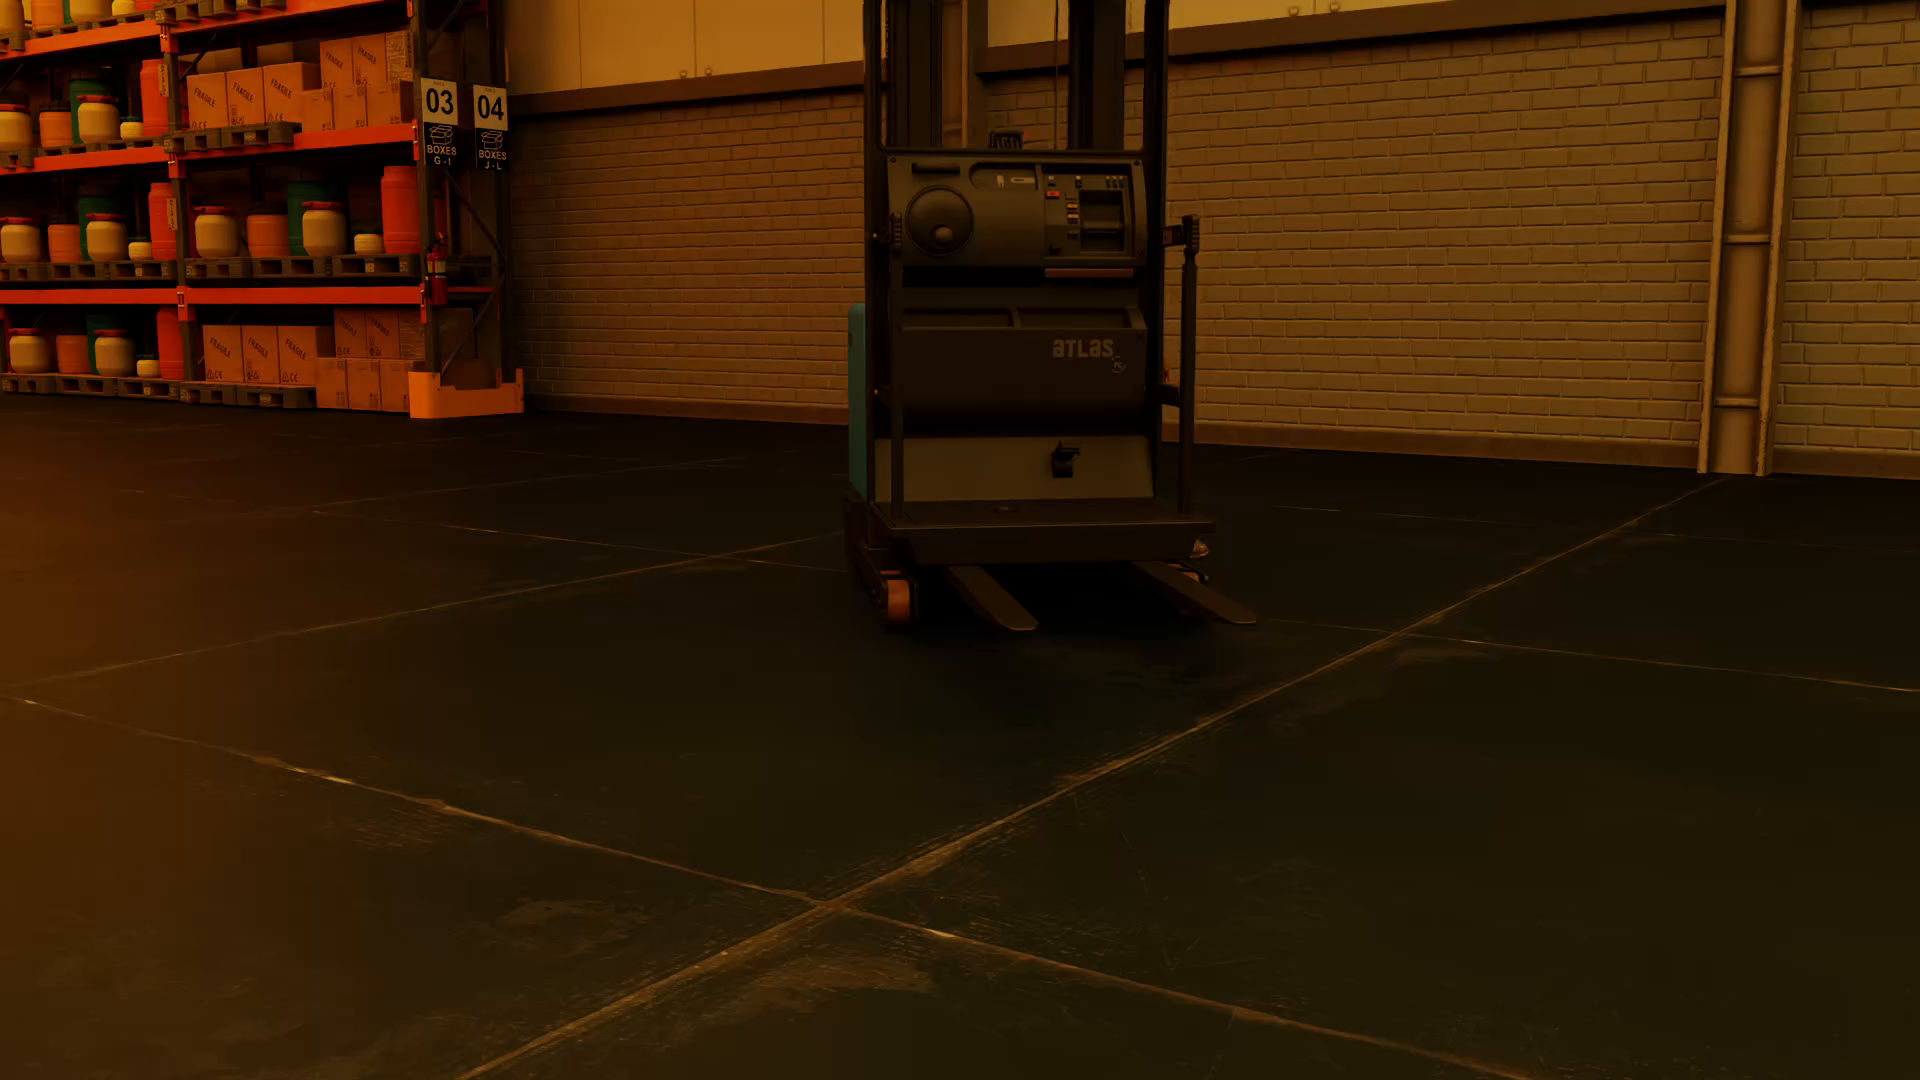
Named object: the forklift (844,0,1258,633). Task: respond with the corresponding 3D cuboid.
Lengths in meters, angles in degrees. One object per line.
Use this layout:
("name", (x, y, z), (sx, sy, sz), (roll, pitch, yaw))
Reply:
("forklift", (0.239, -1.212, 5.716), (1.130, 2.935, 3.031), (-1, 8, -9))

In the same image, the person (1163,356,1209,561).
("person", (0.627, -0.709, 6.944), (0.789, 1.612, 0.620), (0, 8, -2))
